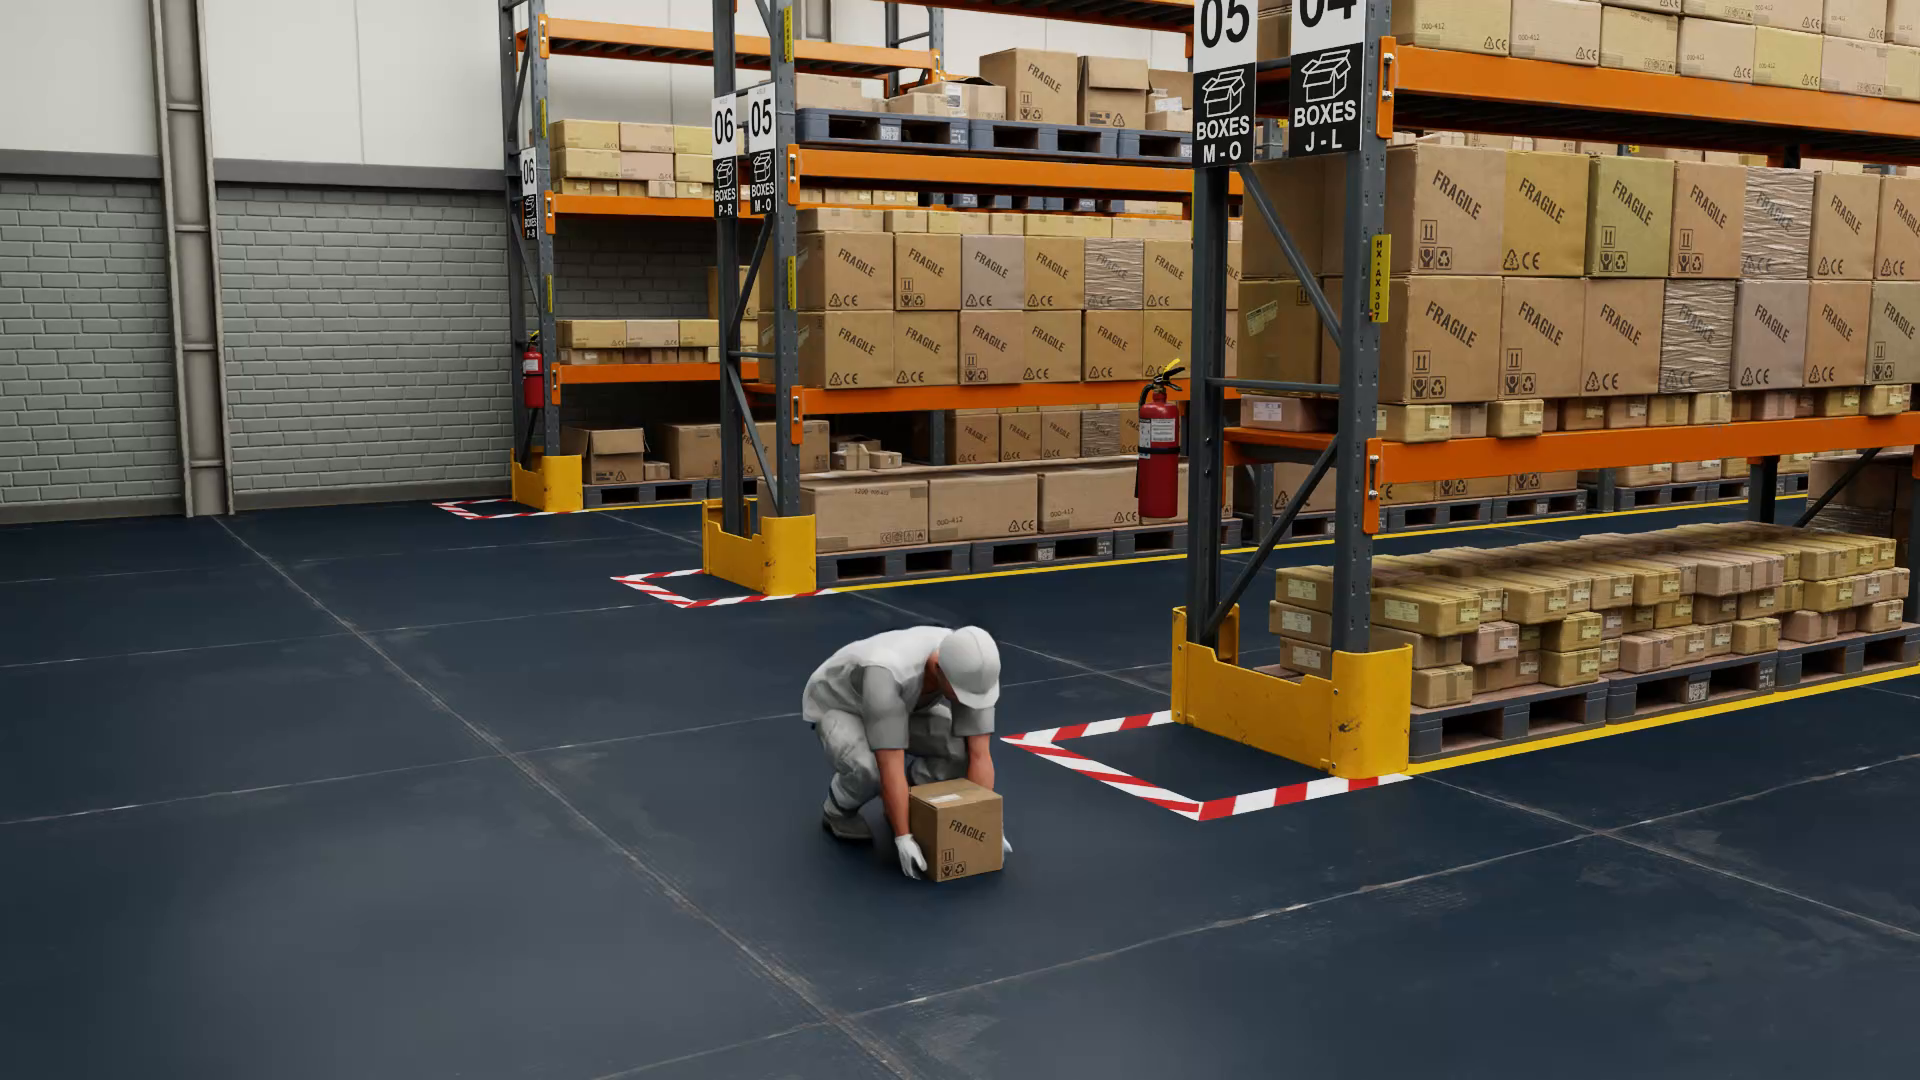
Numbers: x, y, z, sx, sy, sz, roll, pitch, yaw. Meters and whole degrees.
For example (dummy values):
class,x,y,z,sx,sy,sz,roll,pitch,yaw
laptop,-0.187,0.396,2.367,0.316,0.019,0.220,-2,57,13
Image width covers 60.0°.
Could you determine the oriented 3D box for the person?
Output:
class,x,y,z,sx,sy,sz,roll,pitch,yaw
person,-0.187,0.675,5.716,0.551,0.873,0.911,-5,9,-31
